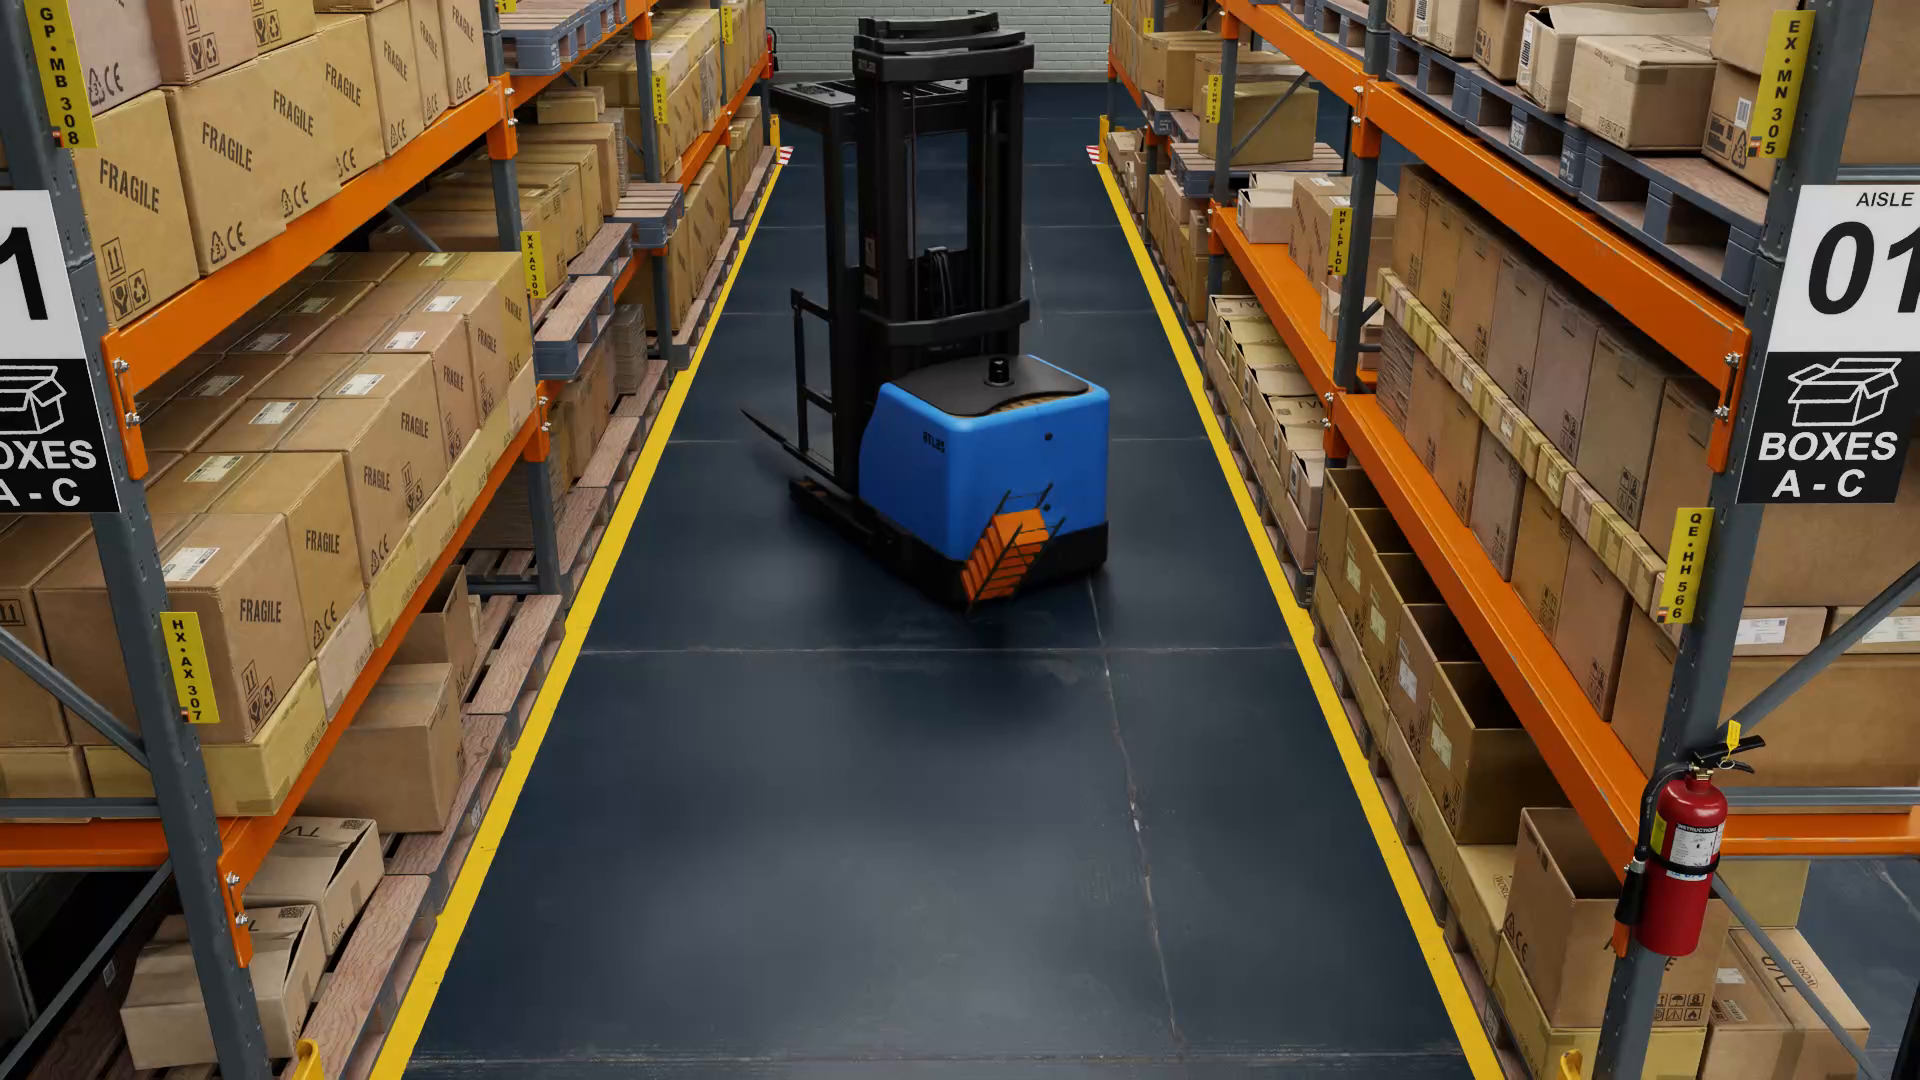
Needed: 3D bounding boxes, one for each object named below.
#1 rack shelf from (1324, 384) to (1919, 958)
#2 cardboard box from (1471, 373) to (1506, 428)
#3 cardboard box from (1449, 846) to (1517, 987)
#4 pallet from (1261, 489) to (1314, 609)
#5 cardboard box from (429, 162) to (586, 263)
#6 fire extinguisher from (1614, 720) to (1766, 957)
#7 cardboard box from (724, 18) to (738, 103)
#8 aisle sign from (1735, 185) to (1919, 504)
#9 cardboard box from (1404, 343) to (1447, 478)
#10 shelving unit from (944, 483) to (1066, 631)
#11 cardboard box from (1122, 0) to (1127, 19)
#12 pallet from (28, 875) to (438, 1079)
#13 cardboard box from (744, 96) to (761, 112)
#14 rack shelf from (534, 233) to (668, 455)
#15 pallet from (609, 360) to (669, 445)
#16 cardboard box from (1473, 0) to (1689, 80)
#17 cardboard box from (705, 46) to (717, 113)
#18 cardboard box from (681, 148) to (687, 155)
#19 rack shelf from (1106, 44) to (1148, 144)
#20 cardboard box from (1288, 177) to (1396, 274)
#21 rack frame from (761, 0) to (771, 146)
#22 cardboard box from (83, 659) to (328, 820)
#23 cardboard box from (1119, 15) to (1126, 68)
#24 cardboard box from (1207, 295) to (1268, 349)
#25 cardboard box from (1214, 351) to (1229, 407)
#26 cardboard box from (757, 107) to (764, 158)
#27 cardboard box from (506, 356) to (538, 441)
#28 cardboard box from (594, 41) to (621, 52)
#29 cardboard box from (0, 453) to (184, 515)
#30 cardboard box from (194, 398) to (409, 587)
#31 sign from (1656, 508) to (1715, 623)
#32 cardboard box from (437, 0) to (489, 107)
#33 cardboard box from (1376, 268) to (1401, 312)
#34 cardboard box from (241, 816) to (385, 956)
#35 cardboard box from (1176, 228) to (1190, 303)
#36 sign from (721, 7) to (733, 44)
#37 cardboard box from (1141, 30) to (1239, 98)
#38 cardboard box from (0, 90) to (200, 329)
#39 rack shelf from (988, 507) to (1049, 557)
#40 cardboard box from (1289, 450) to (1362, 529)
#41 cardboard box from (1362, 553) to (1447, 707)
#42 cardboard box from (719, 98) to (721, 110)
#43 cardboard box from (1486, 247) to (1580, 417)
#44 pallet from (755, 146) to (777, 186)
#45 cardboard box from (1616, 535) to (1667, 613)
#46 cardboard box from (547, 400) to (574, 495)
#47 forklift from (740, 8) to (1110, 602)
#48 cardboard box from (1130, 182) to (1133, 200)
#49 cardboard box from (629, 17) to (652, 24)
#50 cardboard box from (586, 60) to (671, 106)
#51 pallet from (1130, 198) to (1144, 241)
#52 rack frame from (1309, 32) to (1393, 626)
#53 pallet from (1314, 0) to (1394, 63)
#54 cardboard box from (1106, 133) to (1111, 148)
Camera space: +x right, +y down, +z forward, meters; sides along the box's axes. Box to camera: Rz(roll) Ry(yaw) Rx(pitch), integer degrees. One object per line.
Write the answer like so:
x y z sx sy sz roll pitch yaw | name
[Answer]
2.384 0.210 6.518 1.077 0.370 4.000 0 24 -1 | rack shelf
2.192 -0.533 6.379 0.380 0.149 0.250 0 24 -1 | cardboard box
2.087 1.343 5.968 0.500 0.250 0.500 0 24 -1 | cardboard box
2.316 0.026 9.437 1.003 0.211 1.213 0 24 -1 | pallet
-2.600 -1.875 9.601 0.700 0.500 0.500 3 25 7 | cardboard box
1.943 0.793 4.451 0.296 0.674 0.183 0 24 -1 | fire extinguisher
-2.668 -4.574 15.860 0.980 0.700 0.700 0 24 0 | cardboard box
2.113 -0.449 3.949 0.394 0.787 0.004 0 24 -1 | aisle sign
2.386 -0.587 7.286 0.700 0.500 0.500 -1 24 -1 | cardboard box
0.206 0.103 8.259 0.258 1.200 0.189 -10 66 -21 | shelving unit
1.987 -5.782 17.559 0.500 0.500 0.500 0 24 0 | cardboard box
-2.521 1.635 5.879 1.003 0.211 1.213 0 24 -1 | pallet
-2.430 -4.870 18.615 0.380 0.149 0.250 -1 24 -1 | cardboard box
-2.613 -1.414 10.109 1.077 0.370 4.000 0 24 -1 | rack shelf
-2.627 -0.973 11.646 1.003 0.211 1.213 0 24 -1 | pallet
2.254 -1.931 5.935 0.797 0.503 0.637 2 24 5 | cardboard box
-2.405 -4.005 14.459 0.500 0.500 0.500 0 24 0 | cardboard box
-2.434 -3.229 13.531 0.380 0.149 0.250 0 24 0 | cardboard box
2.253 -4.734 17.451 1.077 0.370 4.000 0 24 -1 | rack shelf
2.354 -1.944 10.287 0.500 0.500 0.500 -2 24 -3 | cardboard box
-2.722 -5.862 19.072 1.000 3.000 0.127 0 24 -1 | rack frame
-2.235 0.587 4.969 0.500 0.250 0.500 -1 24 -2 | cardboard box
1.986 -5.328 17.770 0.500 0.500 0.500 0 24 -1 | cardboard box
2.031 -1.567 11.720 0.500 0.311 0.500 1 24 1 | cardboard box
2.037 -1.104 11.378 0.500 0.250 0.500 -1 24 -2 | cardboard box
-2.614 -4.627 18.864 0.700 0.500 0.500 0 24 -1 | cardboard box
-2.283 -0.665 7.737 0.500 0.250 0.500 0 24 0 | cardboard box
-2.903 -3.708 12.893 0.500 0.250 0.500 -1 24 -2 | cardboard box
-2.760 0.047 5.253 0.500 0.500 0.500 0 24 0 | cardboard box
-2.247 -0.167 5.726 0.500 0.500 0.500 -1 24 -2 | cardboard box
1.863 0.068 4.267 0.100 0.325 0.005 0 24 -1 | sign
-2.338 -2.131 7.036 0.500 0.500 0.500 0 24 1 | cardboard box
2.172 -1.171 7.791 0.380 0.149 0.250 0 24 -1 | cardboard box
-2.471 1.235 6.109 0.500 0.311 0.500 2 24 4 | cardboard box
2.069 -2.249 13.582 0.500 0.500 0.500 -1 24 -2 | cardboard box
-2.136 -4.712 15.220 0.100 0.325 0.005 0 24 -1 | sign
2.057 -4.279 14.939 0.700 0.500 0.500 -9 26 -18 | cardboard box
-2.301 -0.830 4.159 0.500 0.500 0.500 0 24 1 | cardboard box
0.286 -0.039 7.988 0.258 0.103 0.180 -10 66 -21 | rack shelf
2.071 -0.301 8.922 0.500 0.311 0.500 0 24 -1 | cardboard box
2.066 0.383 7.180 0.500 0.500 0.500 0 24 -1 | cardboard box
-2.391 -3.971 15.170 0.380 0.149 0.250 0 24 0 | cardboard box
2.390 -0.775 6.128 0.700 0.500 0.500 0 24 -1 | cardboard box
-2.635 -4.263 18.919 1.003 0.211 1.213 0 24 -1 | pallet
2.207 0.101 4.978 0.380 0.149 0.250 0 24 1 | cardboard box
-2.671 -0.495 9.704 0.700 0.500 0.500 -1 24 -2 | cardboard box
-0.387 -1.567 9.658 1.130 2.935 3.031 -15 28 -29 | forklift
1.921 -3.527 16.834 0.380 0.149 0.250 0 24 -1 | cardboard box
-2.921 -4.340 14.289 0.500 0.250 0.500 0 24 0 | cardboard box
-2.382 -3.298 11.985 0.500 0.250 0.500 0 24 1 | cardboard box
2.269 -3.250 16.681 1.003 0.211 1.213 0 24 -1 | pallet
2.363 -0.941 8.192 1.000 3.000 0.127 0 24 -1 | rack frame
2.340 -2.584 8.416 0.805 0.209 1.217 -1 24 -3 | pallet
1.893 -4.614 19.237 0.380 0.149 0.250 0 24 -1 | cardboard box
